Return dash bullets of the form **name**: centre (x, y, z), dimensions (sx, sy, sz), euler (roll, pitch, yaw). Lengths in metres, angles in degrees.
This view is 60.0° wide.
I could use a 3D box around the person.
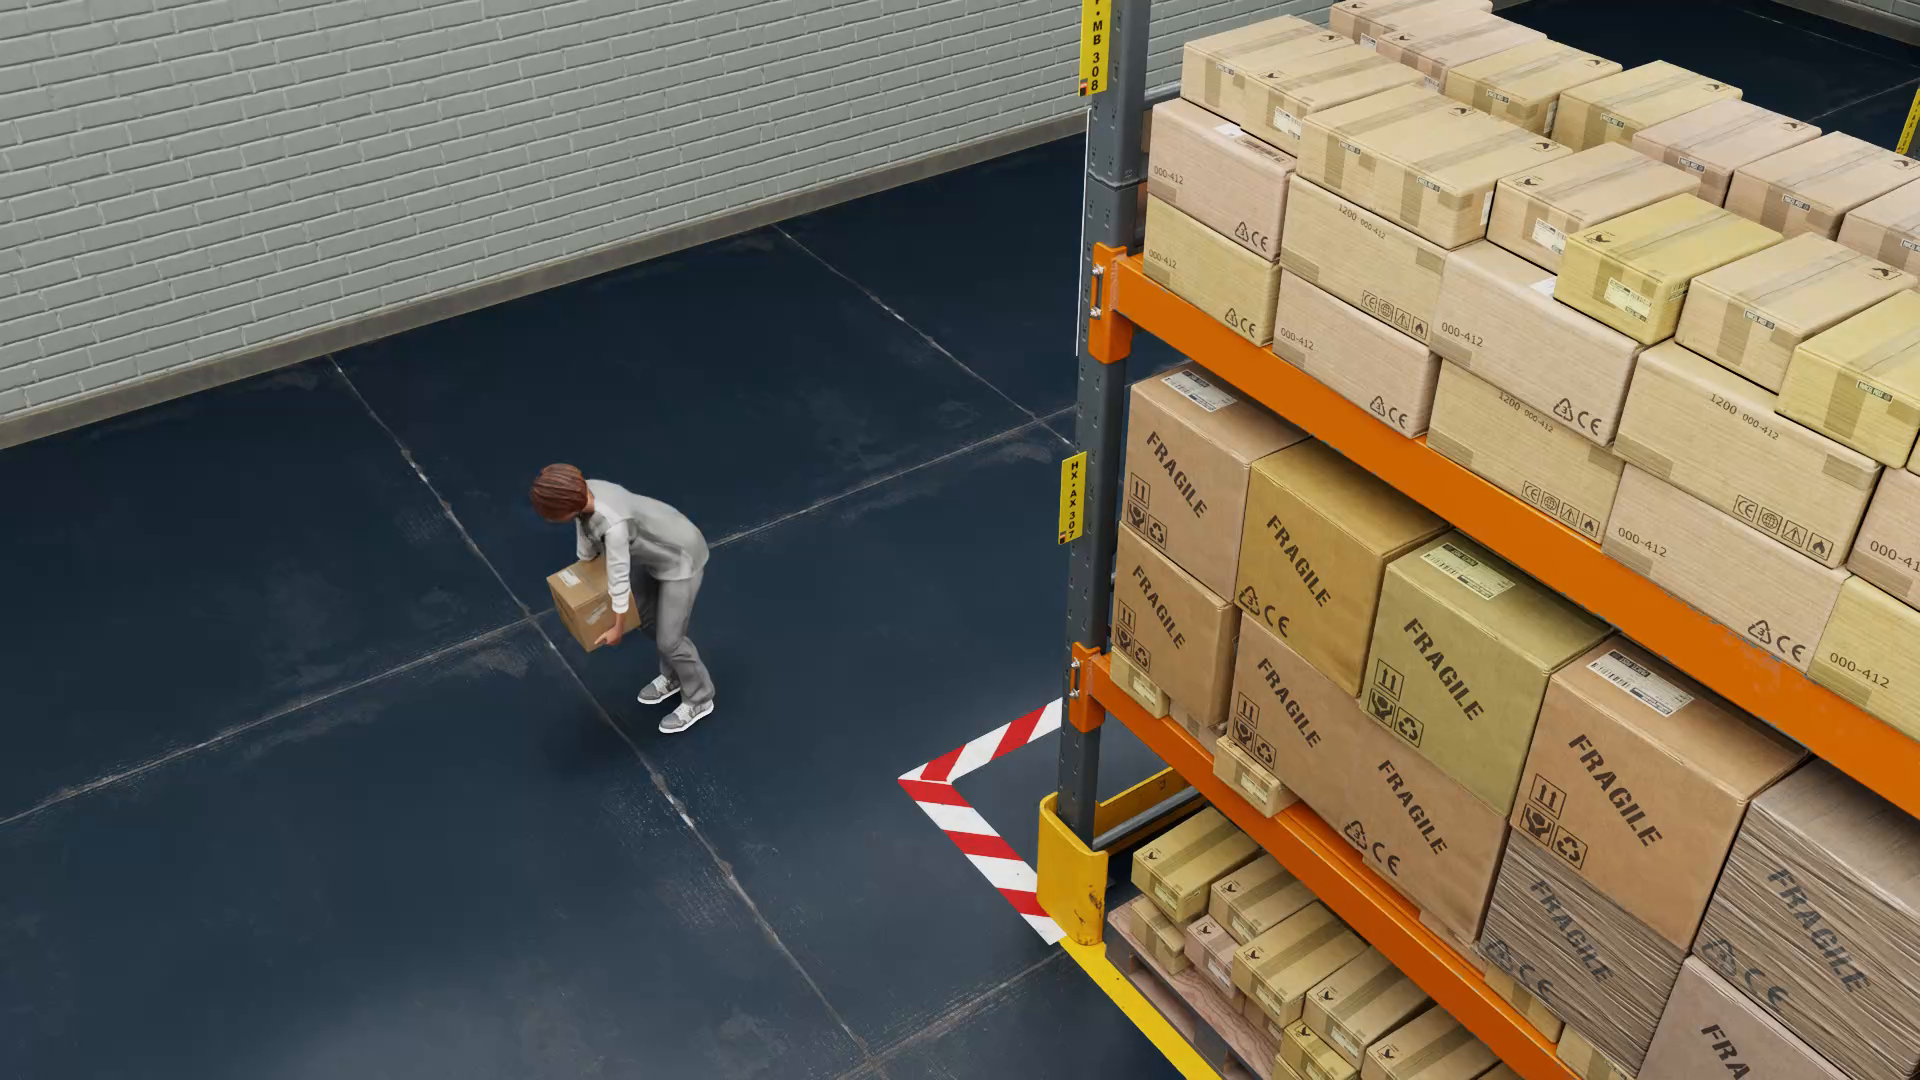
- **person**: centre (-1.222, 0.138, 6.920), dimensions (0.345, 1.476, 0.466), euler (-25, 43, -29)
